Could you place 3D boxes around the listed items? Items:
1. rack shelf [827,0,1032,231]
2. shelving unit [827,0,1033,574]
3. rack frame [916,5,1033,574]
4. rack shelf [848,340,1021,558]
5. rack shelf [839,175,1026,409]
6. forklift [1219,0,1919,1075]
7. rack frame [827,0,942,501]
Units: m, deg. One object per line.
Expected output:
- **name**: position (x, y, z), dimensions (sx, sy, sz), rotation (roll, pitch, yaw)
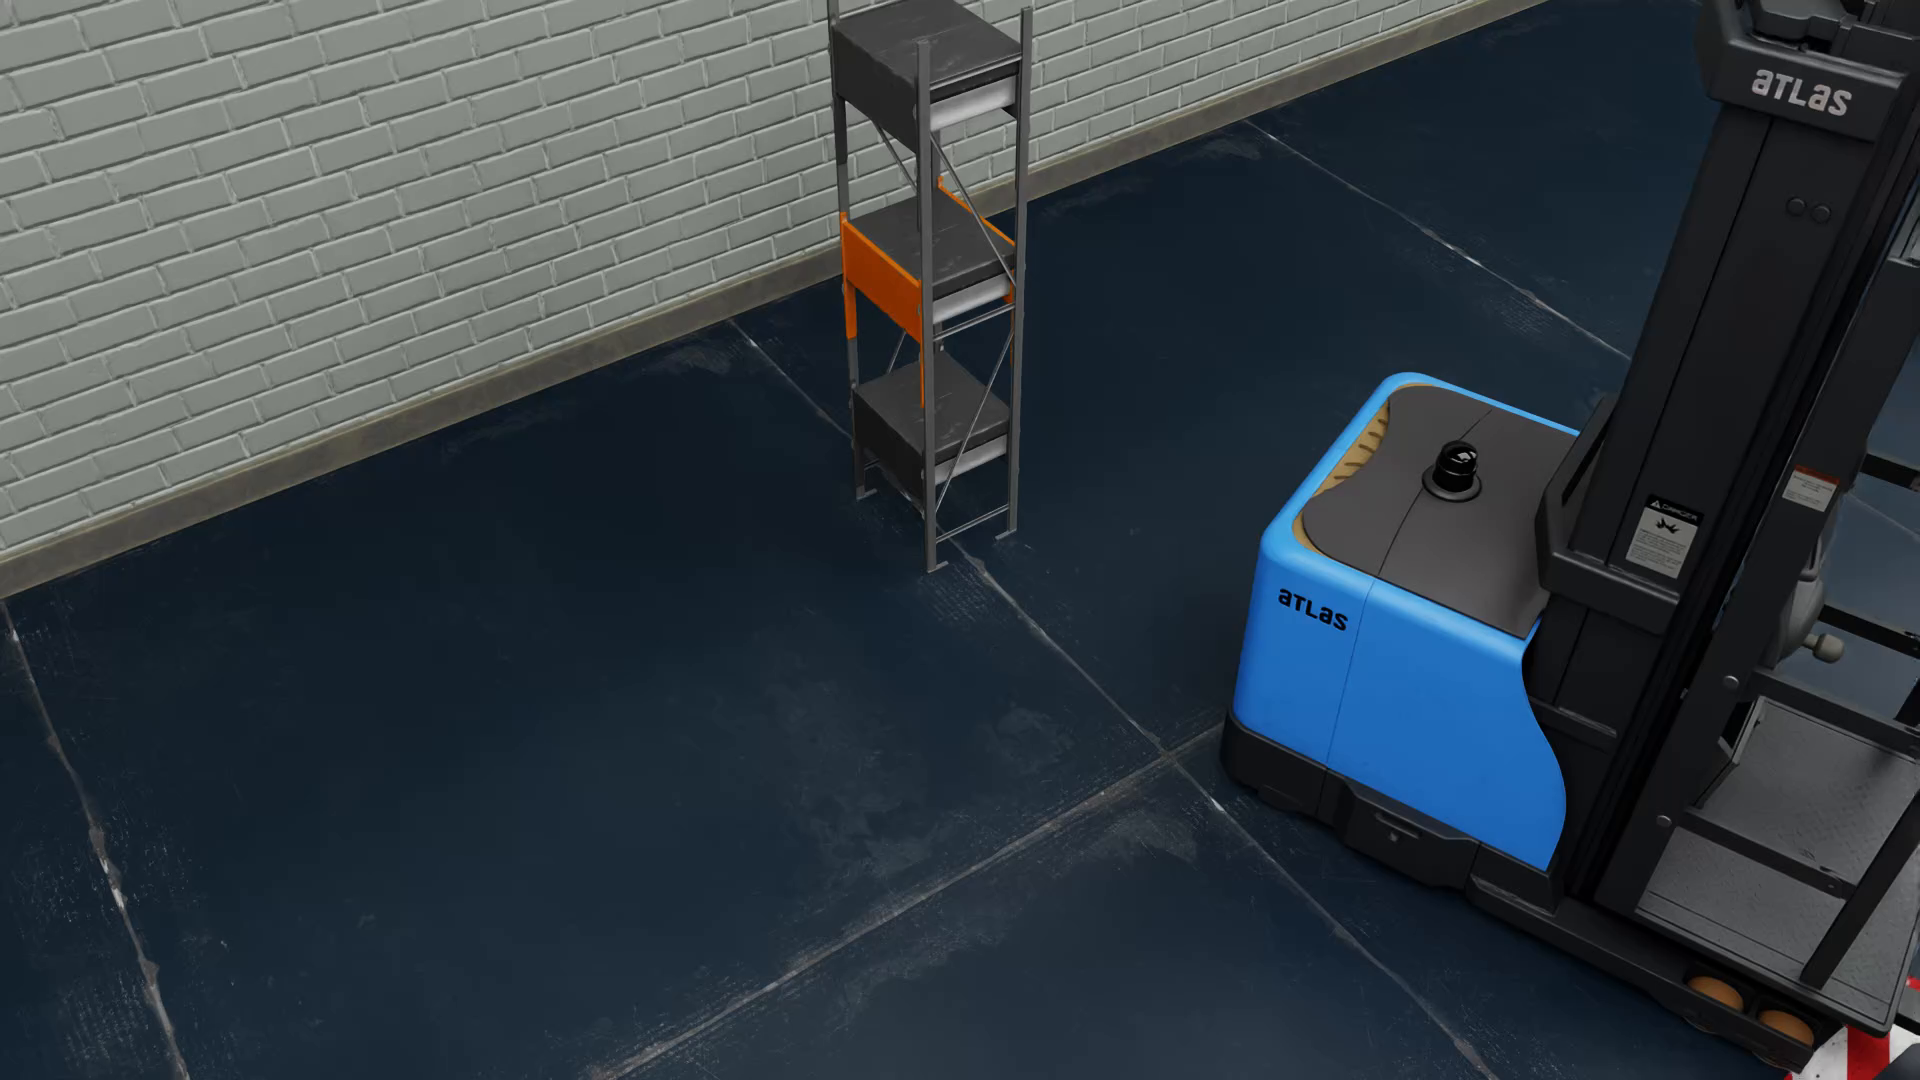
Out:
- **rack shelf**: position (-0.095, -1.350, 5.149), dimensions (0.431, 0.518, 0.480), rotation (-26, 49, -24)
- **shelving unit**: position (-0.095, -0.853, 5.623), dimensions (0.431, 2.100, 0.503), rotation (-26, 49, -24)
- **rack frame**: position (0.045, -0.715, 5.478), dimensions (0.400, 2.100, 0.015), rotation (-26, 49, -24)
- **rack shelf**: position (-0.095, -0.337, 6.116), dimensions (0.431, 0.518, 0.480), rotation (-26, 49, -24)
- **rack shelf**: position (-0.095, -0.843, 5.633), dimensions (0.431, 0.518, 0.480), rotation (-26, 49, -24)
- **forklift**: position (2.351, 0.005, 4.122), dimensions (3.031, 2.935, 1.130), rotation (25, 49, 24)
- **rack frame**: position (-0.234, -0.991, 5.768), dimensions (0.400, 2.100, 0.015), rotation (-26, 49, -24)
